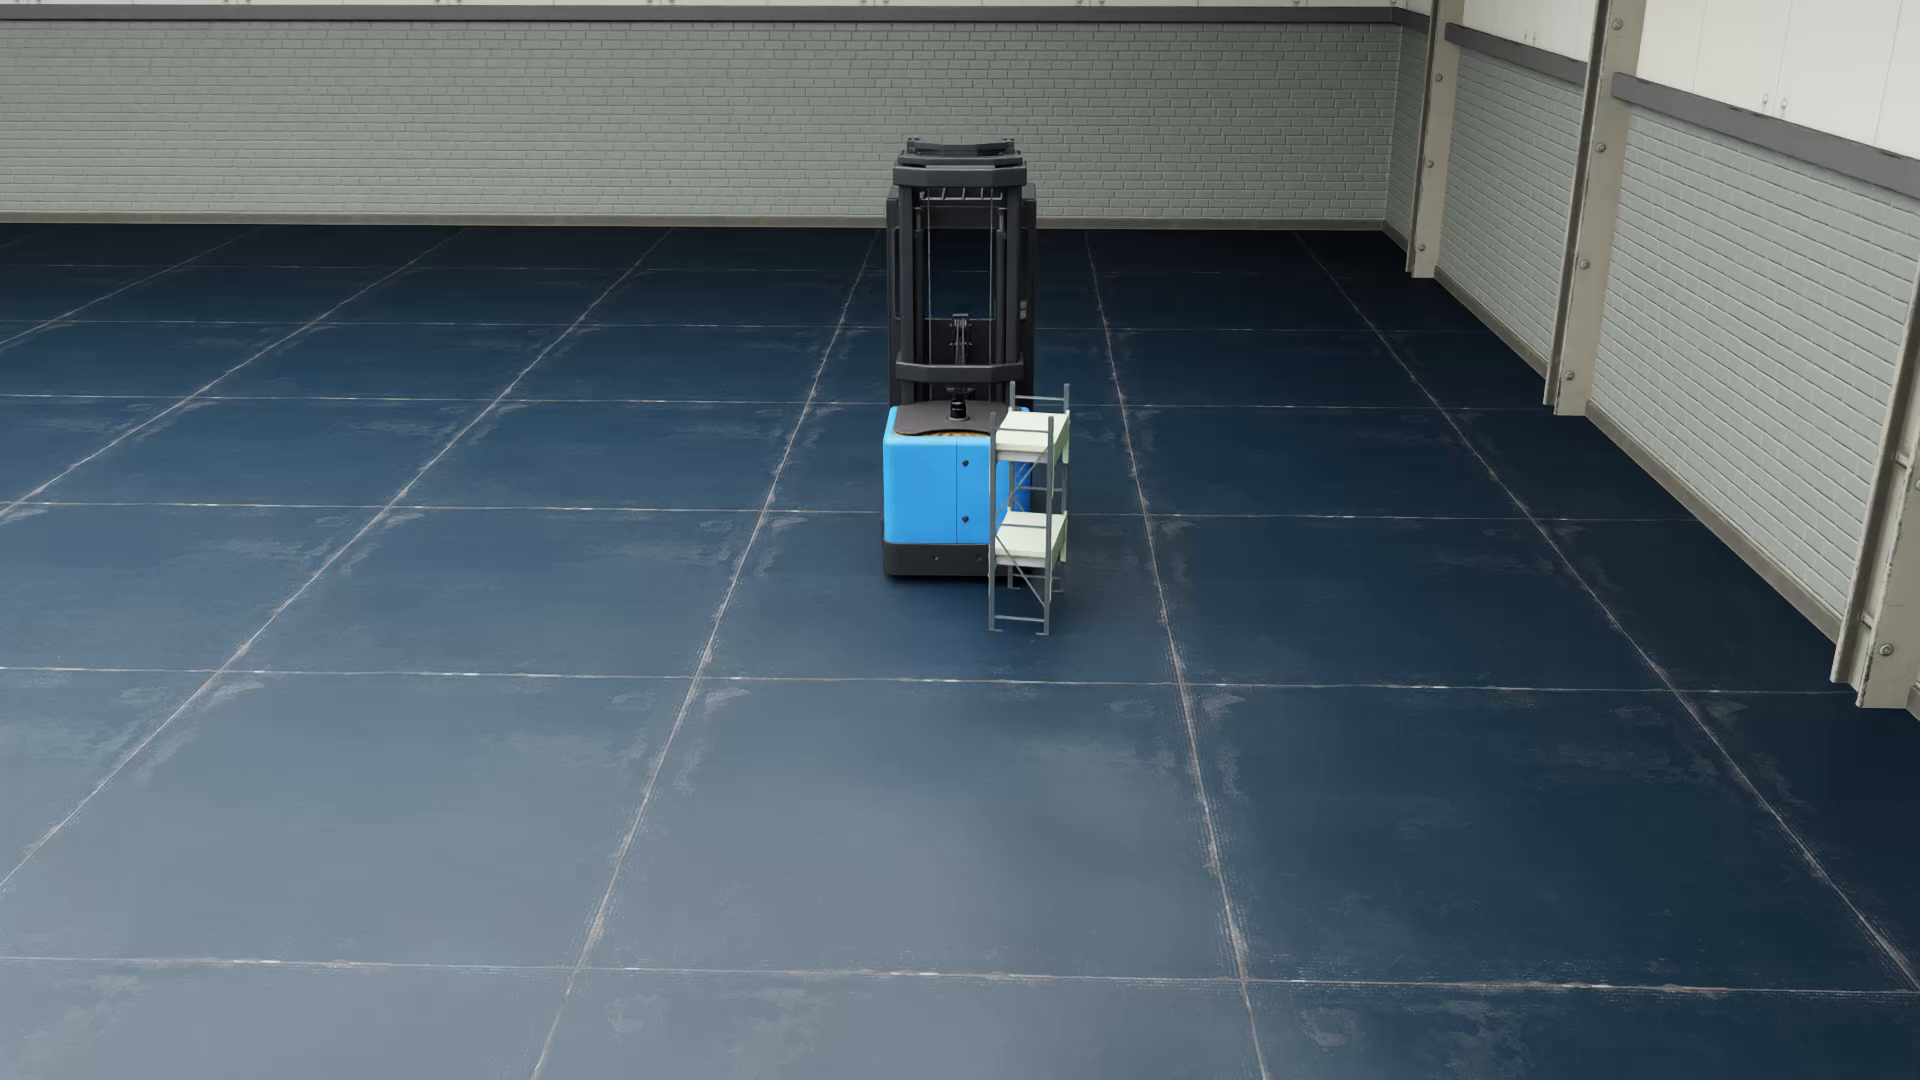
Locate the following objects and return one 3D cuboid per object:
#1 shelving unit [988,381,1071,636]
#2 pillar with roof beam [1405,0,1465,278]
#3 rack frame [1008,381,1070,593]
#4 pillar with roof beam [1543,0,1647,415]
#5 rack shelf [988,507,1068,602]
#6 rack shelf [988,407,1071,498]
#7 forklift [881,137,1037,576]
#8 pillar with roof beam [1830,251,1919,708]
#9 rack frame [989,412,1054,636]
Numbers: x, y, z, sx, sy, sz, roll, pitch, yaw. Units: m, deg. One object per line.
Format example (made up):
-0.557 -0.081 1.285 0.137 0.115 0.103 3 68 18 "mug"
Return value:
0.460 -0.217 11.011 0.431 1.500 0.755 4 22 10 "shelving unit"
1.601 -7.648 19.801 9.100 9.000 0.400 1 21 2 "pillar with roof beam"
0.532 -0.347 11.346 0.400 1.500 0.023 4 22 10 "rack frame"
1.419 -5.479 14.210 9.100 9.000 0.400 1 21 2 "pillar with roof beam"
0.461 0.087 11.130 0.431 0.370 0.720 4 22 10 "rack shelf"
0.460 -0.580 10.870 0.431 0.370 0.720 4 22 10 "rack shelf"
0.016 -1.594 12.586 1.130 2.935 3.031 1 21 1 "forklift"
1.236 -3.310 8.619 9.100 9.000 0.400 1 21 2 "pillar with roof beam"
0.389 -0.086 10.677 0.400 1.500 0.023 4 22 10 "rack frame"
